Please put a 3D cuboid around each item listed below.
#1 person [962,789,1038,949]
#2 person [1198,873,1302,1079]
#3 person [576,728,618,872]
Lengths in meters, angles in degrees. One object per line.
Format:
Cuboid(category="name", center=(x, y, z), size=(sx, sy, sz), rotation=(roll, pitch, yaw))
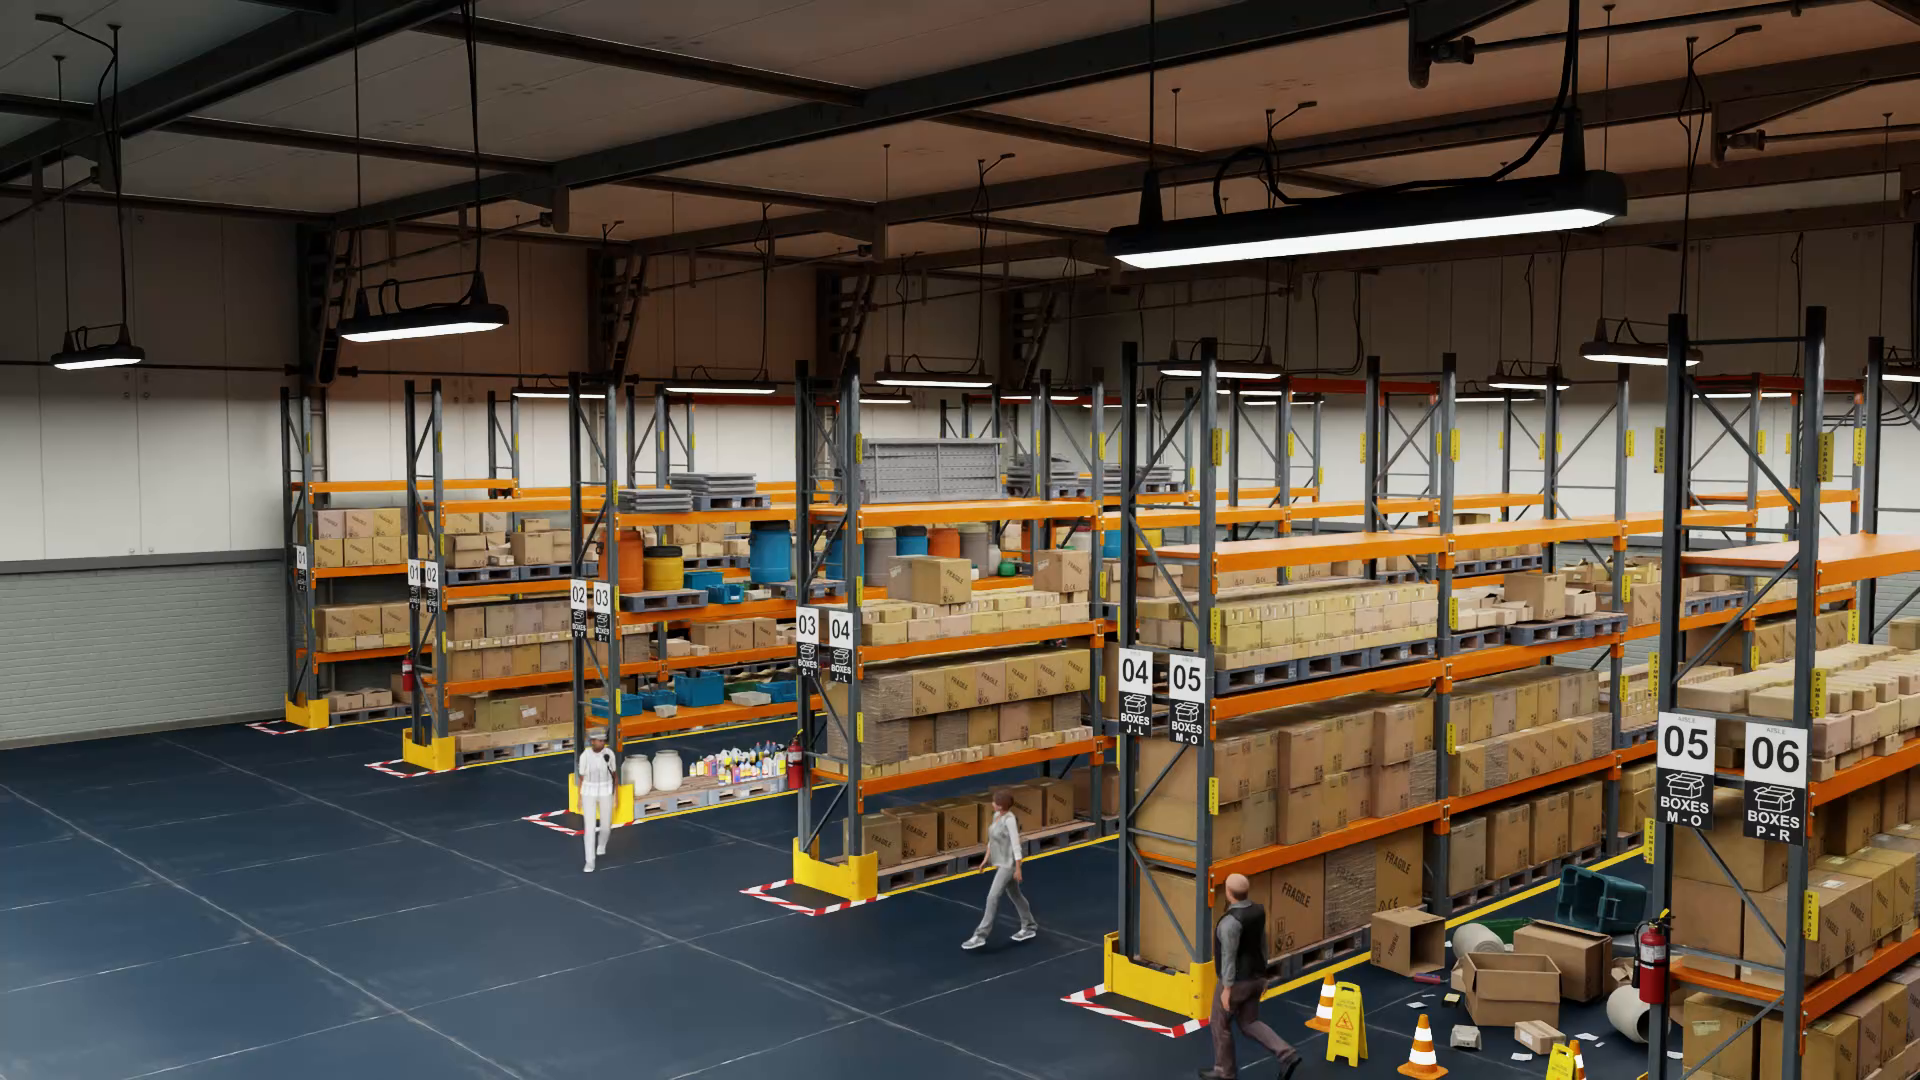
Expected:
Cuboid(category="person", center=(0.387, 3.289, 16.775), size=(0.856, 1.563, 0.448), rotation=(-1, 4, -14))
Cuboid(category="person", center=(2.274, 3.473, 13.081), size=(0.818, 1.696, 0.558), rotation=(3, 5, 39))
Cuboid(category="person", center=(-4.353, 3.063, 19.951), size=(0.490, 1.654, 0.821), rotation=(-1, 4, -20))
